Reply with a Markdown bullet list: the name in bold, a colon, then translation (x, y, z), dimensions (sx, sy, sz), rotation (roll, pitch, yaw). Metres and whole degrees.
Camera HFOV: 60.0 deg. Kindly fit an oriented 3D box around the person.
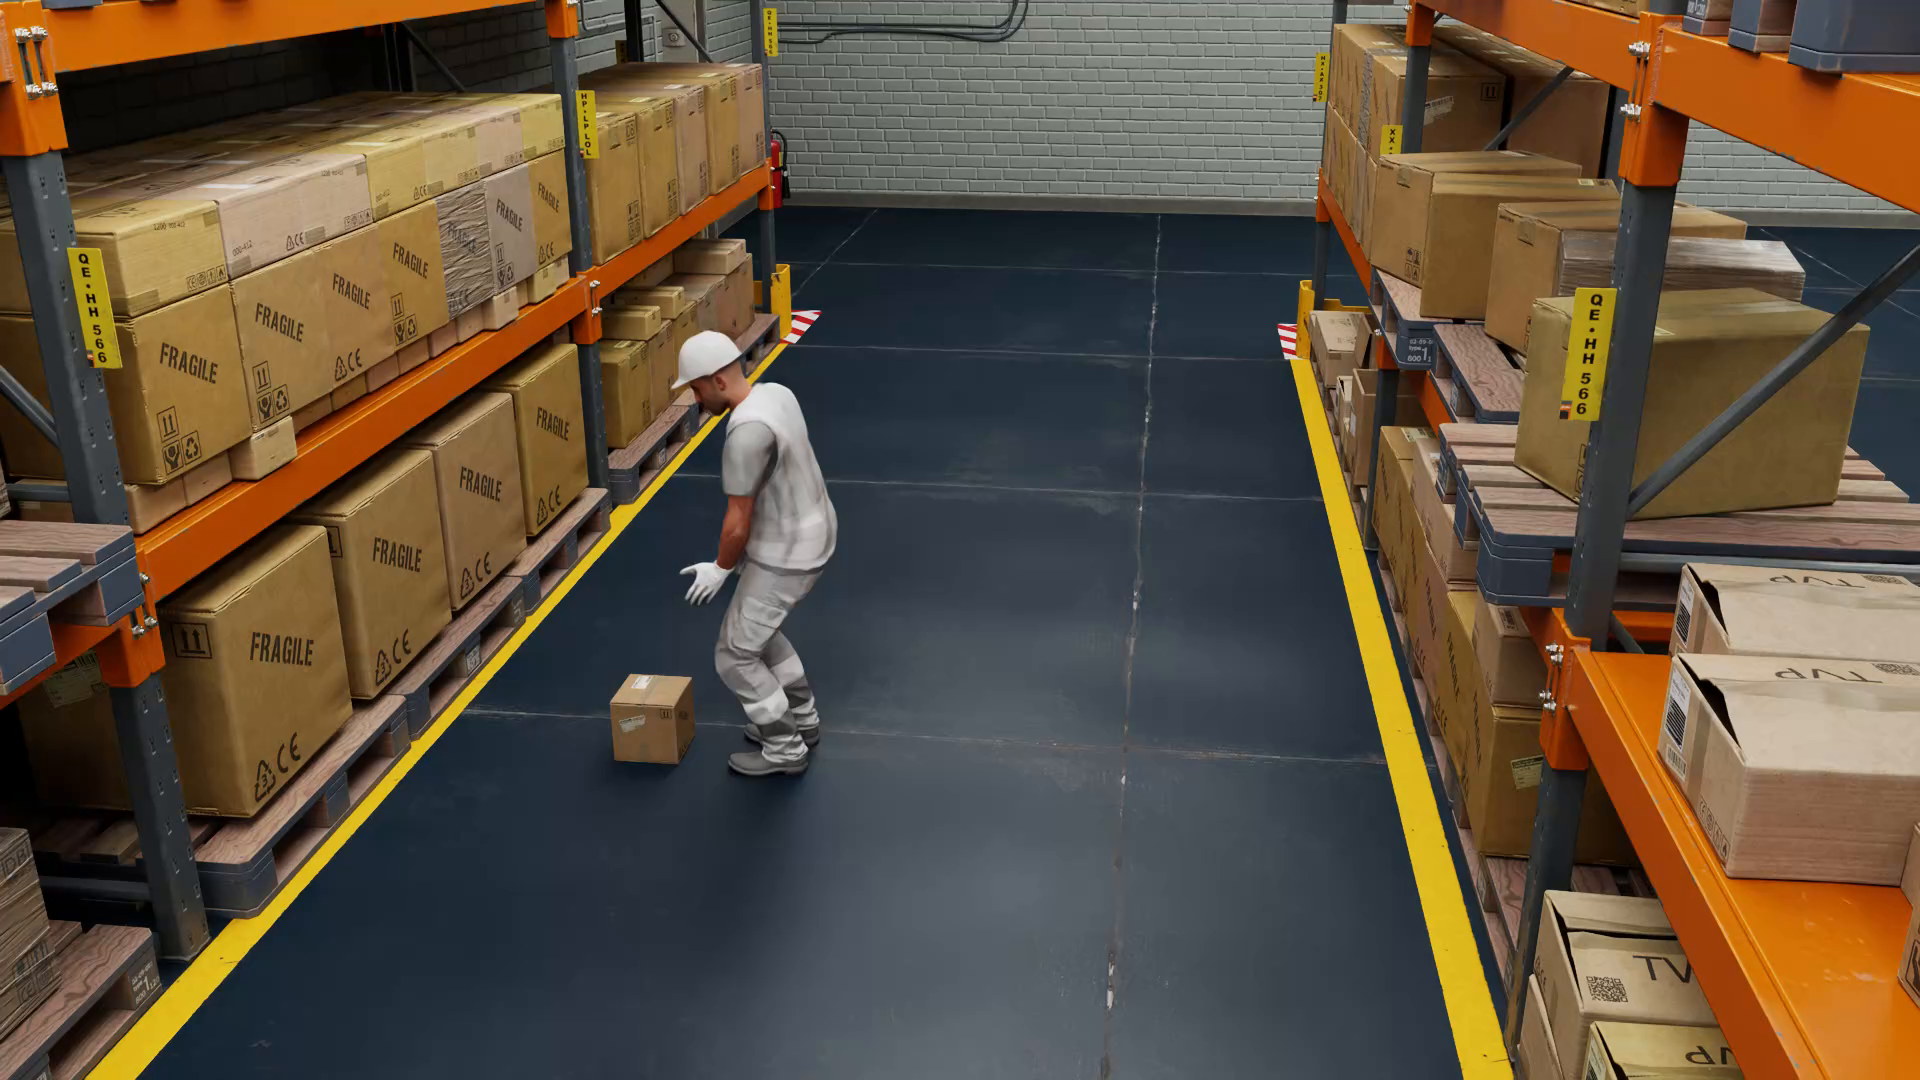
- **person**: translation (-0.738, 0.060, 6.067), dimensions (0.558, 1.666, 0.559), rotation (3, 21, 8)
